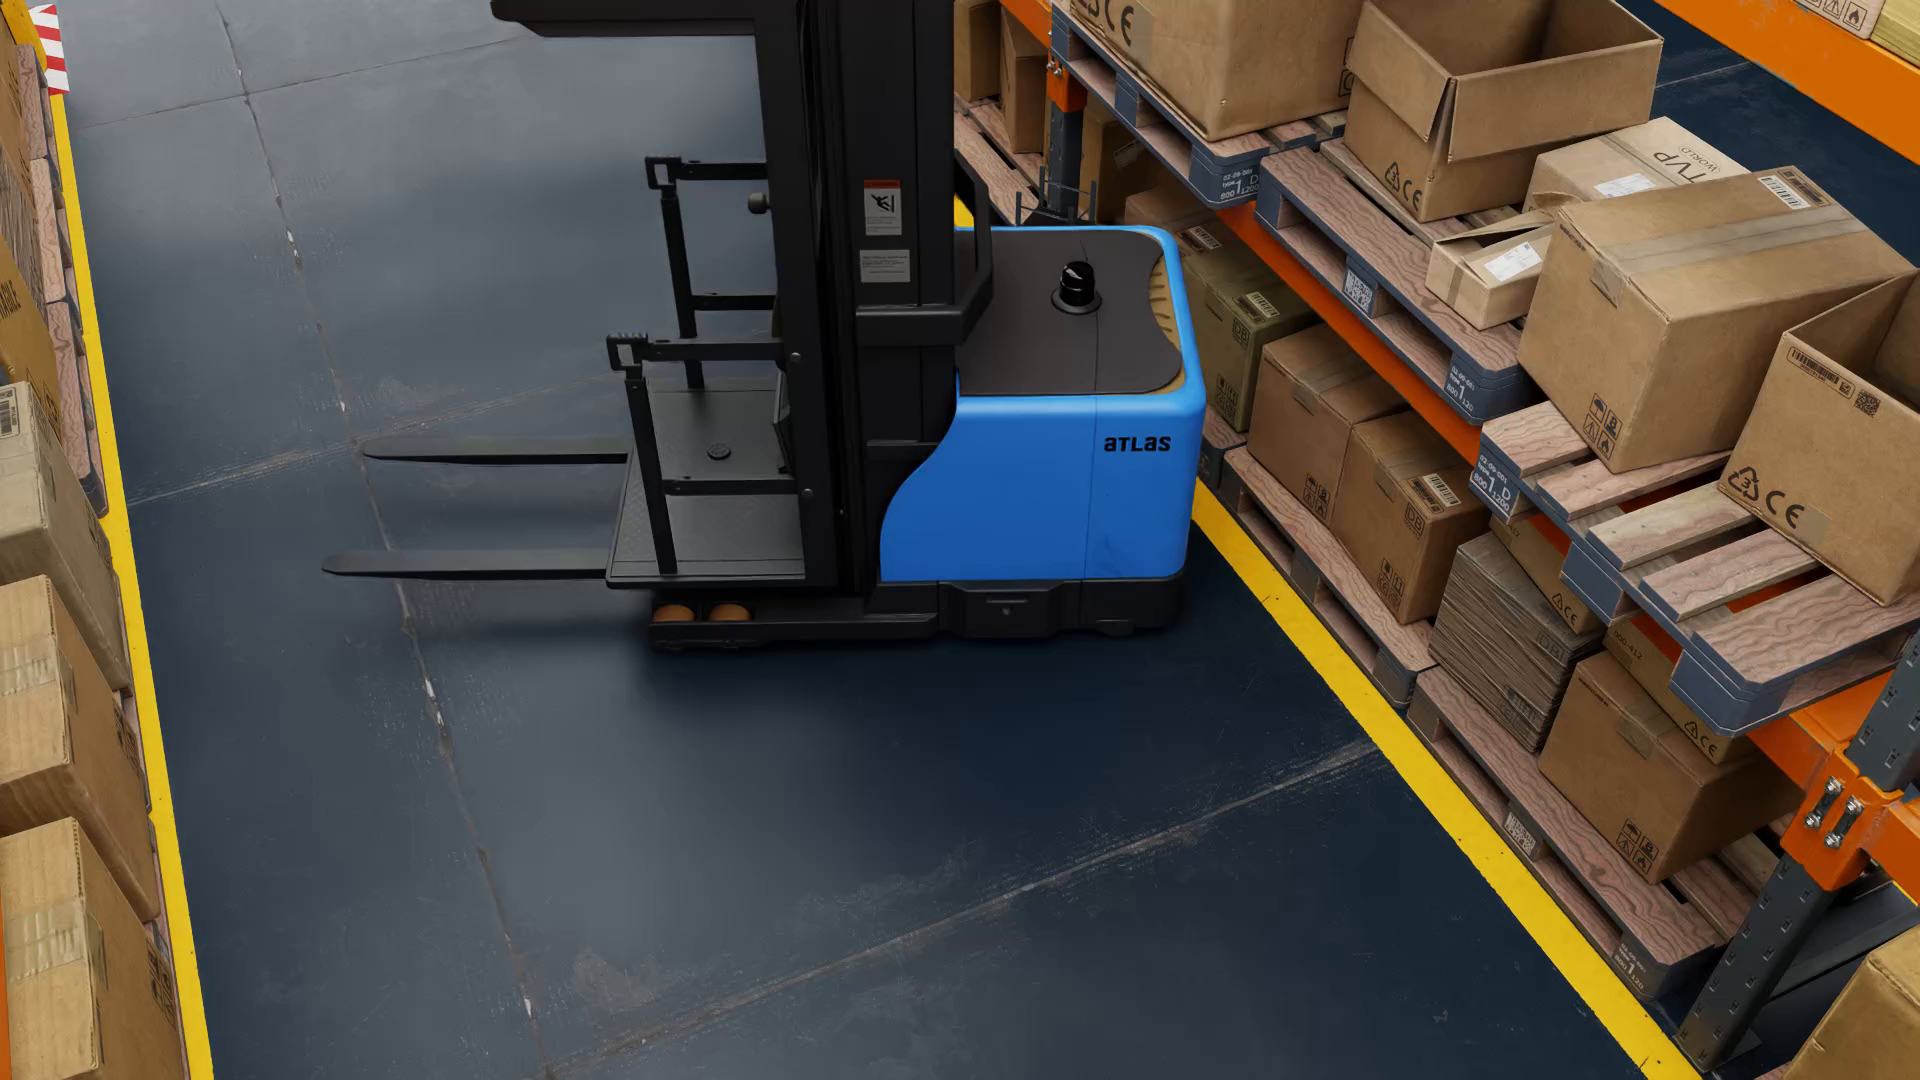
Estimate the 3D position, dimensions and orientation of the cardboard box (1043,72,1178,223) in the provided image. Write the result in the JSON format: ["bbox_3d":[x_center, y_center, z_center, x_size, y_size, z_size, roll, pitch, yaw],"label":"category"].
[{"bbox_3d":[0.714,-1.812,7.432,0.500,0.500,0.500,-19,48,-19],"label":"cardboard box"}]

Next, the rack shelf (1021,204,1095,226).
[{"bbox_3d":[0.369,-1.195,6.483,0.258,0.077,0.200,21,48,20],"label":"rack shelf"}]

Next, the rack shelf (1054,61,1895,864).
[{"bbox_3d":[1.687,-0.755,5.392,1.077,0.370,4.000,-18,47,-17],"label":"rack shelf"}]

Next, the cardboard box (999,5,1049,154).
[{"bbox_3d":[0.467,-2.175,7.800,0.500,0.500,0.500,-5,45,-5],"label":"cardboard box"}]

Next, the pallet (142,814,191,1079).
[{"bbox_3d":[-2.787,1.355,4.726,1.003,0.211,1.213,-18,47,-17],"label":"pallet"}]

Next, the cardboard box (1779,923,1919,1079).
[{"bbox_3d":[2.799,1.316,3.995,1.225,0.875,0.875,-20,48,-19],"label":"cardboard box"}]

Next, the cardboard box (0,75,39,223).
[{"bbox_3d":[-4.661,-1.855,7.208,0.875,0.875,0.875,-19,48,-18],"label":"cardboard box"}]

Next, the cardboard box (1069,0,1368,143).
[{"bbox_3d":[1.053,-2.101,5.518,1.000,1.000,1.000,-18,47,-17],"label":"cardboard box"}]

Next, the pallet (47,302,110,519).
[{"bbox_3d":[-3.945,-0.401,6.506,1.003,0.211,1.213,-18,47,-17],"label":"pallet"}]

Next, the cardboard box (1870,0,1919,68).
[{"bbox_3d":[2.106,-0.982,3.081,0.500,0.250,0.500,-18,47,-17],"label":"cardboard box"}]

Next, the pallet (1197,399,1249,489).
[{"bbox_3d":[1.175,-0.798,6.908,1.003,0.211,1.213,-18,47,-17],"label":"pallet"}]

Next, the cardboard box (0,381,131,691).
[{"bbox_3d":[-3.354,0.135,5.281,1.050,0.750,0.750,-18,47,-18],"label":"cardboard box"}]

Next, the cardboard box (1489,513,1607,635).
[{"bbox_3d":[1.987,-0.024,5.071,0.500,0.250,0.500,-13,46,-13],"label":"cardboard box"}]

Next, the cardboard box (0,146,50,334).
[{"bbox_3d":[-4.280,-1.274,6.619,0.875,0.875,0.875,-18,47,-17],"label":"cardboard box"}]

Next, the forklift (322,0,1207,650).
[{"bbox_3d":[-0.731,-1.034,5.211,3.031,2.935,1.130,-1,45,-1],"label":"forklift"}]

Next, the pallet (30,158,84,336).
[{"bbox_3d":[-4.462,-1.179,7.295,1.003,0.211,1.213,-18,47,-17],"label":"pallet"}]

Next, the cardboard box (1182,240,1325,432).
[{"bbox_3d":[1.268,-0.846,6.438,0.700,0.500,0.500,-18,47,-18],"label":"cardboard box"}]

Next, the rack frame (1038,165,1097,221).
[{"bbox_3d":[0.416,-1.090,6.713,0.240,0.900,0.006,21,48,20],"label":"rack frame"}]

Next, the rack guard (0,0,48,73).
[{"bbox_3d":[-5.389,-2.560,8.489,1.175,0.500,0.348,-18,47,-17],"label":"rack guard"}]

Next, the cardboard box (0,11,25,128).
[{"bbox_3d":[-5.033,-2.415,7.776,0.875,0.875,0.875,-18,47,-17],"label":"cardboard box"}]

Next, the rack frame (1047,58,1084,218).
[{"bbox_3d":[0.846,-2.286,6.431,1.000,3.000,0.127,-18,47,-17],"label":"rack frame"}]

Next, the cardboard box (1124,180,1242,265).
[{"bbox_3d":[1.085,-1.155,6.752,0.700,0.500,0.500,-22,49,-20],"label":"cardboard box"}]

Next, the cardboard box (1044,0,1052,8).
[{"bbox_3d":[0.489,-2.247,6.570,0.380,0.149,0.250,-18,47,-17],"label":"cardboard box"}]

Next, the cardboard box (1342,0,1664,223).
[{"bbox_3d":[1.659,-1.395,5.155,0.797,0.503,0.637,-14,46,-13],"label":"cardboard box"}]

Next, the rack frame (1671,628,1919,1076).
[{"bbox_3d":[2.528,0.263,3.848,1.000,3.000,0.127,-18,47,-17],"label":"rack frame"}]

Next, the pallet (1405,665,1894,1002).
[{"bbox_3d":[2.201,0.757,5.332,1.003,0.211,1.213,-18,47,-17],"label":"pallet"}]

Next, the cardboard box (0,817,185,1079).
[{"bbox_3d":[-2.560,1.344,4.055,1.050,0.750,0.750,-17,47,-17],"label":"cardboard box"}]

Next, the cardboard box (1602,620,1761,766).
[{"bbox_3d":[2.219,0.311,4.732,0.500,0.250,0.500,-16,47,-16],"label":"cardboard box"}]

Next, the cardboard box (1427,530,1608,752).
[{"bbox_3d":[1.983,0.225,5.352,0.700,0.500,0.500,-22,49,-21],"label":"cardboard box"}]

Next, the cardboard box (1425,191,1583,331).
[{"bbox_3d":[1.582,-0.822,4.744,0.396,0.266,0.258,-19,48,-19],"label":"cardboard box"}]

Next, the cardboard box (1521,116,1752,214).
[{"bbox_3d":[2.032,-0.969,4.904,0.500,0.250,0.500,-19,48,-19],"label":"cardboard box"}]

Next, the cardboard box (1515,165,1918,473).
[{"bbox_3d":[1.939,-0.581,4.333,0.700,0.500,0.500,-12,46,-12],"label":"cardboard box"}]

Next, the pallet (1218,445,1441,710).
[{"bbox_3d":[1.692,-0.019,6.119,1.003,0.211,1.213,-18,47,-17],"label":"pallet"}]

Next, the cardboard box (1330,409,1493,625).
[{"bbox_3d":[1.739,-0.134,5.716,0.700,0.500,0.500,-14,46,-14],"label":"cardboard box"}]

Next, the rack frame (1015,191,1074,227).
[{"bbox_3d":[0.321,-0.964,6.586,0.240,0.900,0.006,21,48,20],"label":"rack frame"}]

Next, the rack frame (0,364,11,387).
[{"bbox_3d":[-3.697,-0.886,5.012,1.000,3.000,0.127,-18,47,-17],"label":"rack frame"}]

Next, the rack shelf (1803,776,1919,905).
[{"bbox_3d":[3.369,1.794,2.809,1.077,0.370,4.000,-18,47,-17],"label":"rack shelf"}]

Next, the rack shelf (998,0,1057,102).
[{"bbox_3d":[0.005,-3.304,7.976,1.077,0.370,4.000,-18,47,-17],"label":"rack shelf"}]

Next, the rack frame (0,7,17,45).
[{"bbox_3d":[-5.378,-3.435,7.595,1.000,3.000,0.127,-18,47,-17],"label":"rack frame"}]

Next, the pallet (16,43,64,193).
[{"bbox_3d":[-4.971,-1.956,8.082,1.003,0.211,1.213,-18,47,-17],"label":"pallet"}]

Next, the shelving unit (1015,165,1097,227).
[{"bbox_3d":[0.369,-1.027,6.650,0.258,0.900,0.210,21,48,20],"label":"shelving unit"}]

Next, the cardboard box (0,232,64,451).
[{"bbox_3d":[-3.897,-0.700,6.038,0.875,0.875,0.875,-17,47,-17],"label":"cardboard box"}]

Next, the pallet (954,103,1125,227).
[{"bbox_3d":[0.532,-1.711,7.834,1.003,0.211,1.213,-18,47,-17],"label":"pallet"}]

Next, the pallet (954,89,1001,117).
[{"bbox_3d":[0.015,-2.490,8.623,1.003,0.211,1.213,-18,47,-17],"label":"pallet"}]

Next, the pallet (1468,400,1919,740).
[{"bbox_3d":[2.132,-0.091,4.344,1.213,0.211,1.003,-18,47,-17],"label":"pallet"}]

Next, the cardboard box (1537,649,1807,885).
[{"bbox_3d":[2.228,0.575,4.998,0.700,0.500,0.500,-20,48,-19],"label":"cardboard box"}]

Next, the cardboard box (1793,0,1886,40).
[{"bbox_3d":[1.885,-1.294,3.397,0.500,0.250,0.500,-18,47,-18],"label":"cardboard box"}]

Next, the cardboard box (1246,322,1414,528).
[{"bbox_3d":[1.504,-0.489,6.077,0.700,0.500,0.500,-22,49,-21],"label":"cardboard box"}]

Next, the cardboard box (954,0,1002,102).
[{"bbox_3d":[0.134,-2.548,8.177,0.500,0.500,0.500,-22,49,-21],"label":"cardboard box"}]

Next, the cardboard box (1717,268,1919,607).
[{"bbox_3d":[2.265,-0.254,4.002,0.500,0.500,0.500,-24,49,-22],"label":"cardboard box"}]

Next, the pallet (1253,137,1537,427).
[{"bbox_3d":[1.659,-0.918,5.181,1.003,0.211,1.213,-18,47,-17],"label":"pallet"}]

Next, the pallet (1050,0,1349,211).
[{"bbox_3d":[1.036,-1.688,5.961,1.003,0.211,1.213,-18,47,-17],"label":"pallet"}]

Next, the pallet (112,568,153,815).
[{"bbox_3d":[-3.304,0.576,5.516,1.003,0.211,1.213,-18,47,-17],"label":"pallet"}]

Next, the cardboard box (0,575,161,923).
[{"bbox_3d":[-2.952,0.751,4.656,1.050,0.750,0.750,-18,47,-17],"label":"cardboard box"}]
